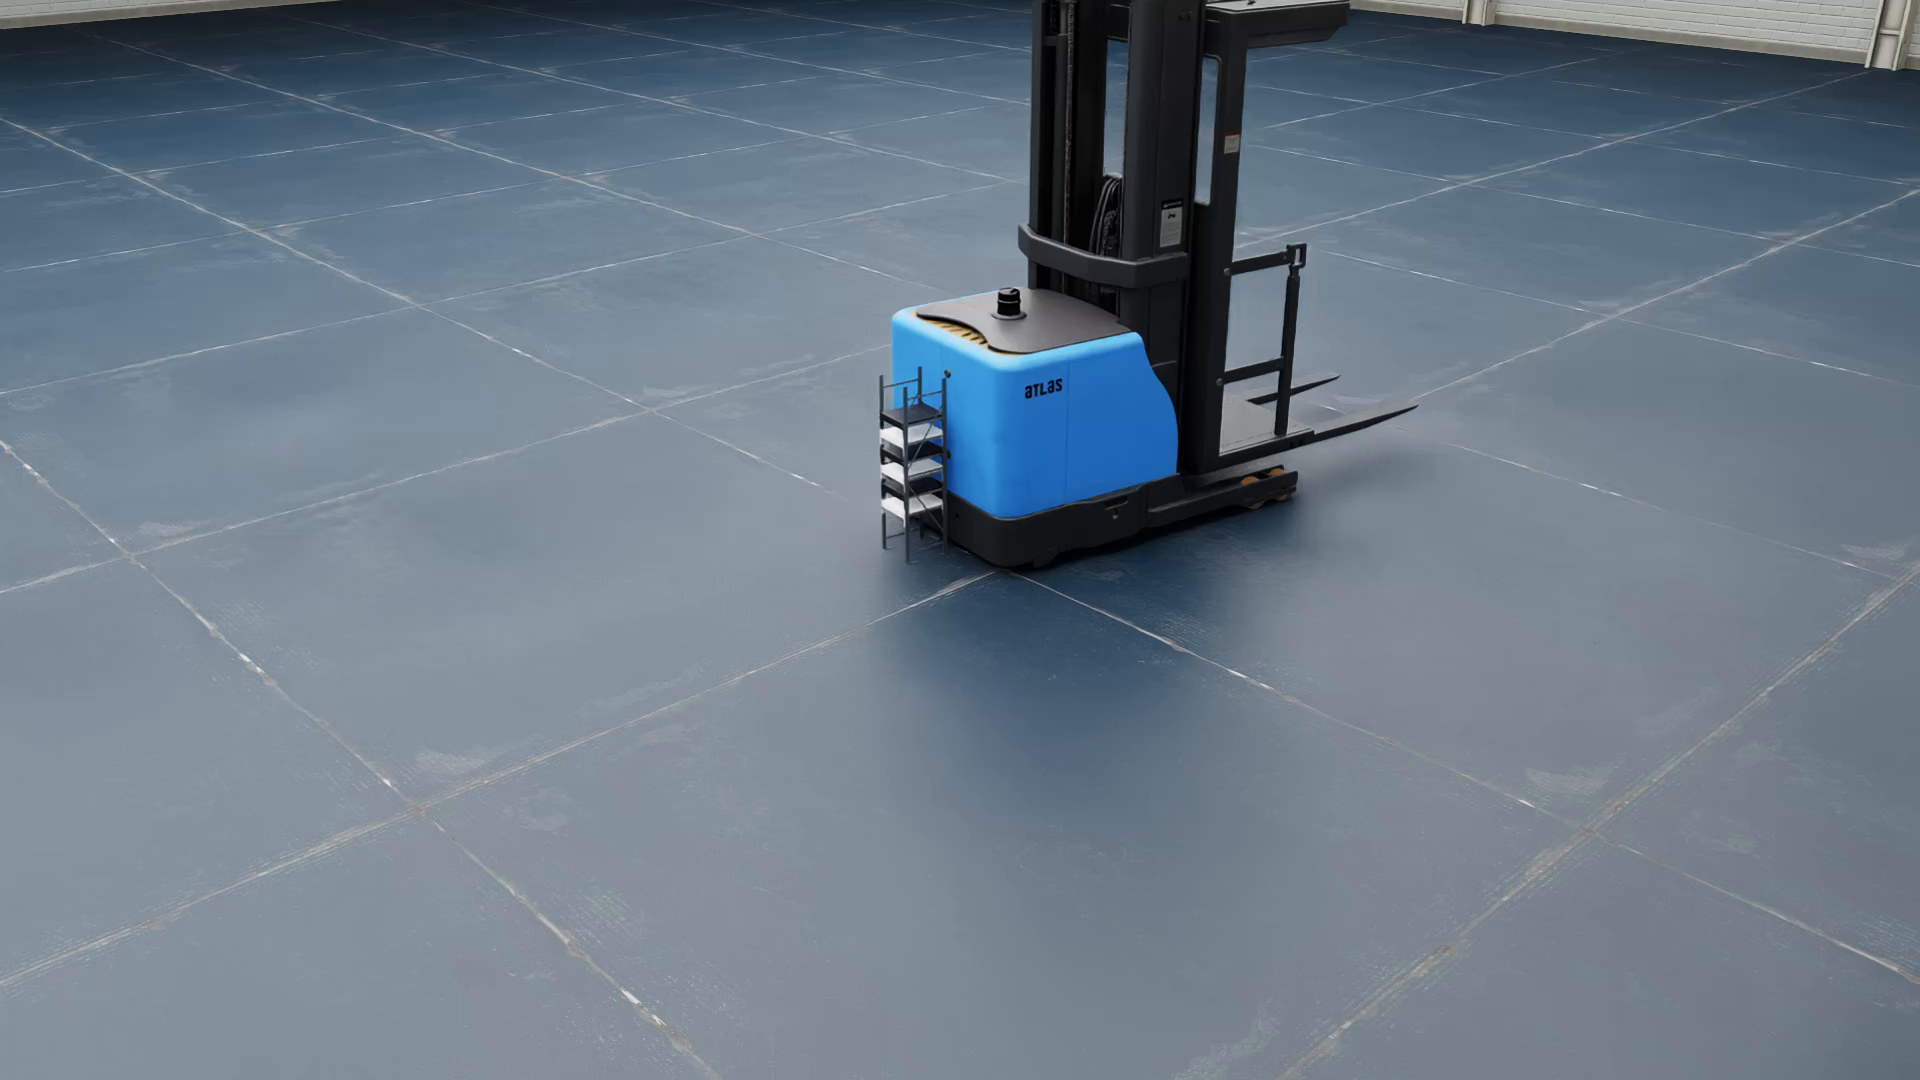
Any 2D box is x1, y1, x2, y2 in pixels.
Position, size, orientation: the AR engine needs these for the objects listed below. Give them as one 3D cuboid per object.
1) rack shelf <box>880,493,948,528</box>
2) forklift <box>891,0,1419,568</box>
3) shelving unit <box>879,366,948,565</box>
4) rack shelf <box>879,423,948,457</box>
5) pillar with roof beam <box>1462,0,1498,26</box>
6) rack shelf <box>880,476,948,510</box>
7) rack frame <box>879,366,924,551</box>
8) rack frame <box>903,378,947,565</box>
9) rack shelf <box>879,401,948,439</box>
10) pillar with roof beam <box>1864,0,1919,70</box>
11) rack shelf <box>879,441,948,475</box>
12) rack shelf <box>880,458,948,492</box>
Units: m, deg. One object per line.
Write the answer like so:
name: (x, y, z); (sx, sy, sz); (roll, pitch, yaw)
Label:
rack shelf: (-0.221, -0.157, 8.024); (0.258, 0.077, 0.200); (-16, 29, -32)
forklift: (1.156, -1.659, 8.355); (3.031, 2.935, 1.130); (-16, 29, -31)
shelving unit: (-0.221, -0.351, 7.936); (0.258, 0.900, 0.210); (-16, 29, -32)
rack shelf: (-0.221, -0.485, 7.875); (0.258, 0.077, 0.200); (-16, 29, -32)
pillar with roof beam: (4.918, -10.906, 21.314); (9.100, 9.000, 0.400); (-21, 32, -38)
rack shelf: (-0.221, -0.239, 7.987); (0.258, 0.077, 0.200); (-16, 29, -32)
rack frame: (-0.280, -0.386, 8.011); (0.240, 0.900, 0.006); (-16, 29, -32)
rack frame: (-0.162, -0.317, 7.860); (0.240, 0.900, 0.006); (-16, 29, -32)
rack shelf: (-0.221, -0.567, 7.838); (0.258, 0.077, 0.200); (-16, 29, -32)
pillar with roof beam: (9.019, -9.088, 17.329); (9.100, 9.000, 0.400); (-21, 32, -38)
rack shelf: (-0.221, -0.403, 7.912); (0.258, 0.077, 0.200); (-16, 29, -32)
rack shelf: (-0.221, -0.321, 7.950); (0.258, 0.077, 0.200); (-16, 29, -32)
